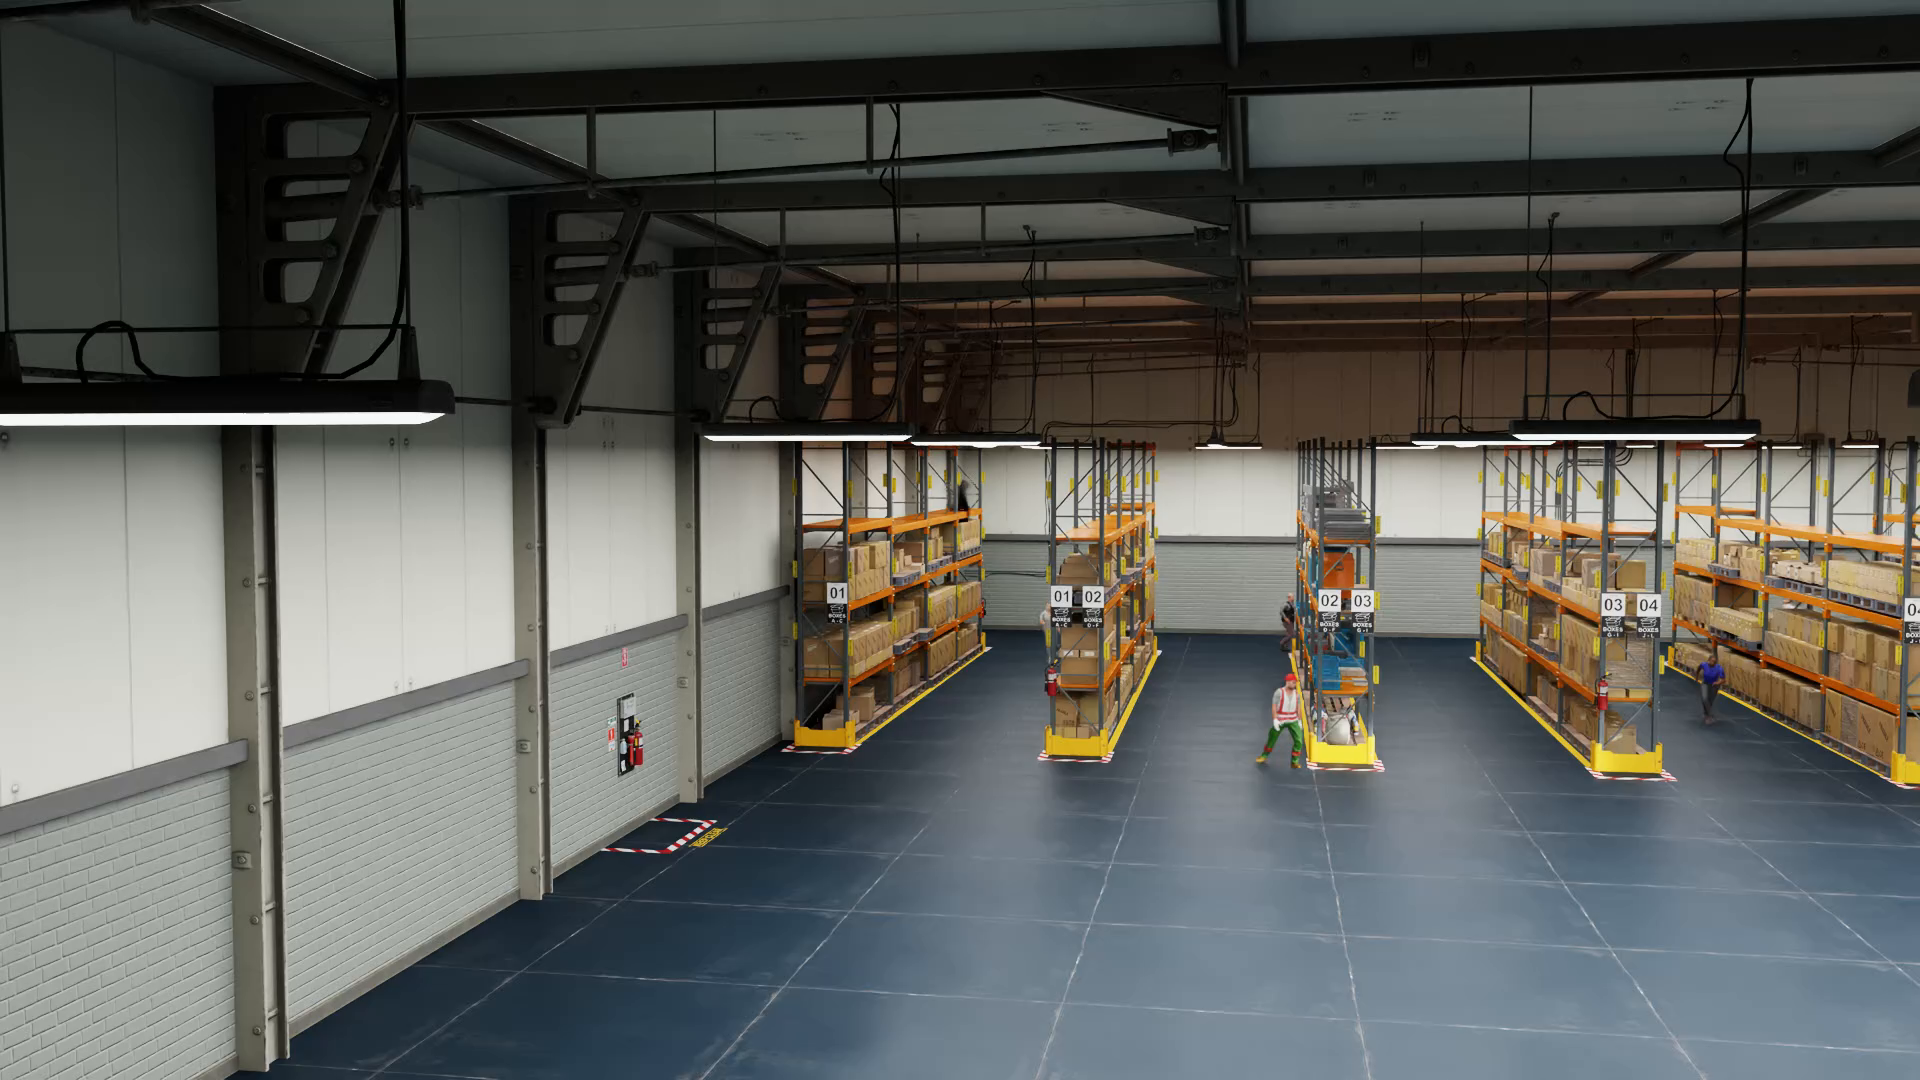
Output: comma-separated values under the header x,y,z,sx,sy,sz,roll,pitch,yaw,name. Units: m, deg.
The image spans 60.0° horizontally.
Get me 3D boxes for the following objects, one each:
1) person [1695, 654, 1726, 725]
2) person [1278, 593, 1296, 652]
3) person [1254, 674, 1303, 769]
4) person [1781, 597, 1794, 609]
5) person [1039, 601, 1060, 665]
x,y,z,sx,sy,sz,roll,pitch,yaw,name
15.820,3.118,35.051,0.581,1.472,1.062,1,3,22,person
9.419,2.365,47.667,0.517,1.672,0.641,2,3,28,person
5.798,3.266,30.220,0.811,1.709,0.714,0,3,-4,person
23.304,2.403,46.824,0.834,1.747,0.575,-1,3,-13,person
2.427,2.509,45.054,0.544,1.709,0.816,1,3,17,person
